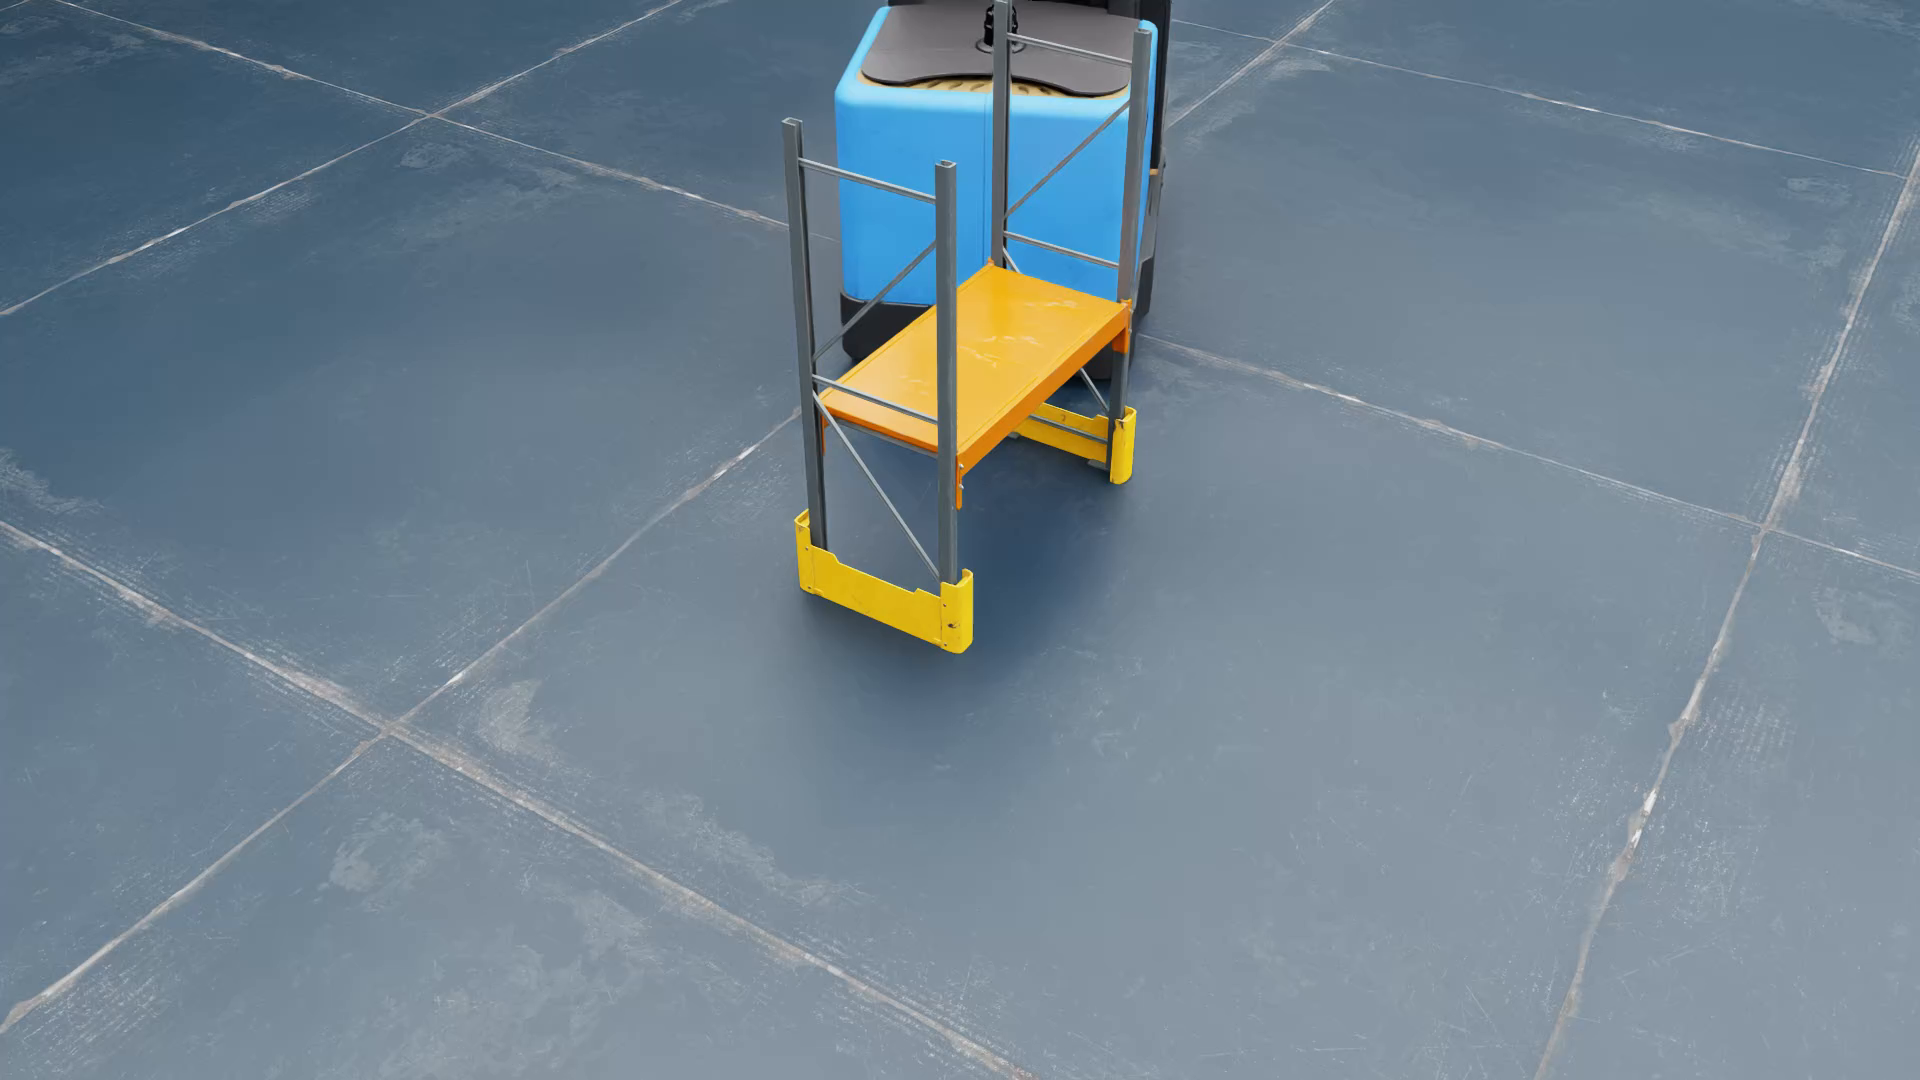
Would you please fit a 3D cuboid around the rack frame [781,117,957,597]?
[{"bbox_3d":[-0.227,-0.376,4.509,0.500,1.500,0.032,21,42,25],"label":"rack frame"}]

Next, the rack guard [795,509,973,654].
[{"bbox_3d":[-0.226,0.118,4.892,0.587,0.250,0.087,21,42,25],"label":"rack guard"}]

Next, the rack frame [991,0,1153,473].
[{"bbox_3d":[0.318,-0.900,5.189,0.500,1.500,0.032,21,42,25],"label":"rack frame"}]

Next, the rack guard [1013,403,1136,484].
[{"bbox_3d":[0.308,-0.395,5.558,0.587,0.250,0.087,21,42,25],"label":"rack guard"}]

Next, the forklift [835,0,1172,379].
[{"bbox_3d":[0.302,-2.623,6.252,1.130,2.935,3.031,5,38,7],"label":"forklift"}]

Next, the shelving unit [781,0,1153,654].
[{"bbox_3d":[0.041,-0.633,4.843,0.587,1.500,1.083,21,42,25],"label":"shelving unit"}]

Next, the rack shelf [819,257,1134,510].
[{"bbox_3d":[0.046,-0.496,4.959,0.538,0.185,1.000,21,42,25],"label":"rack shelf"}]
